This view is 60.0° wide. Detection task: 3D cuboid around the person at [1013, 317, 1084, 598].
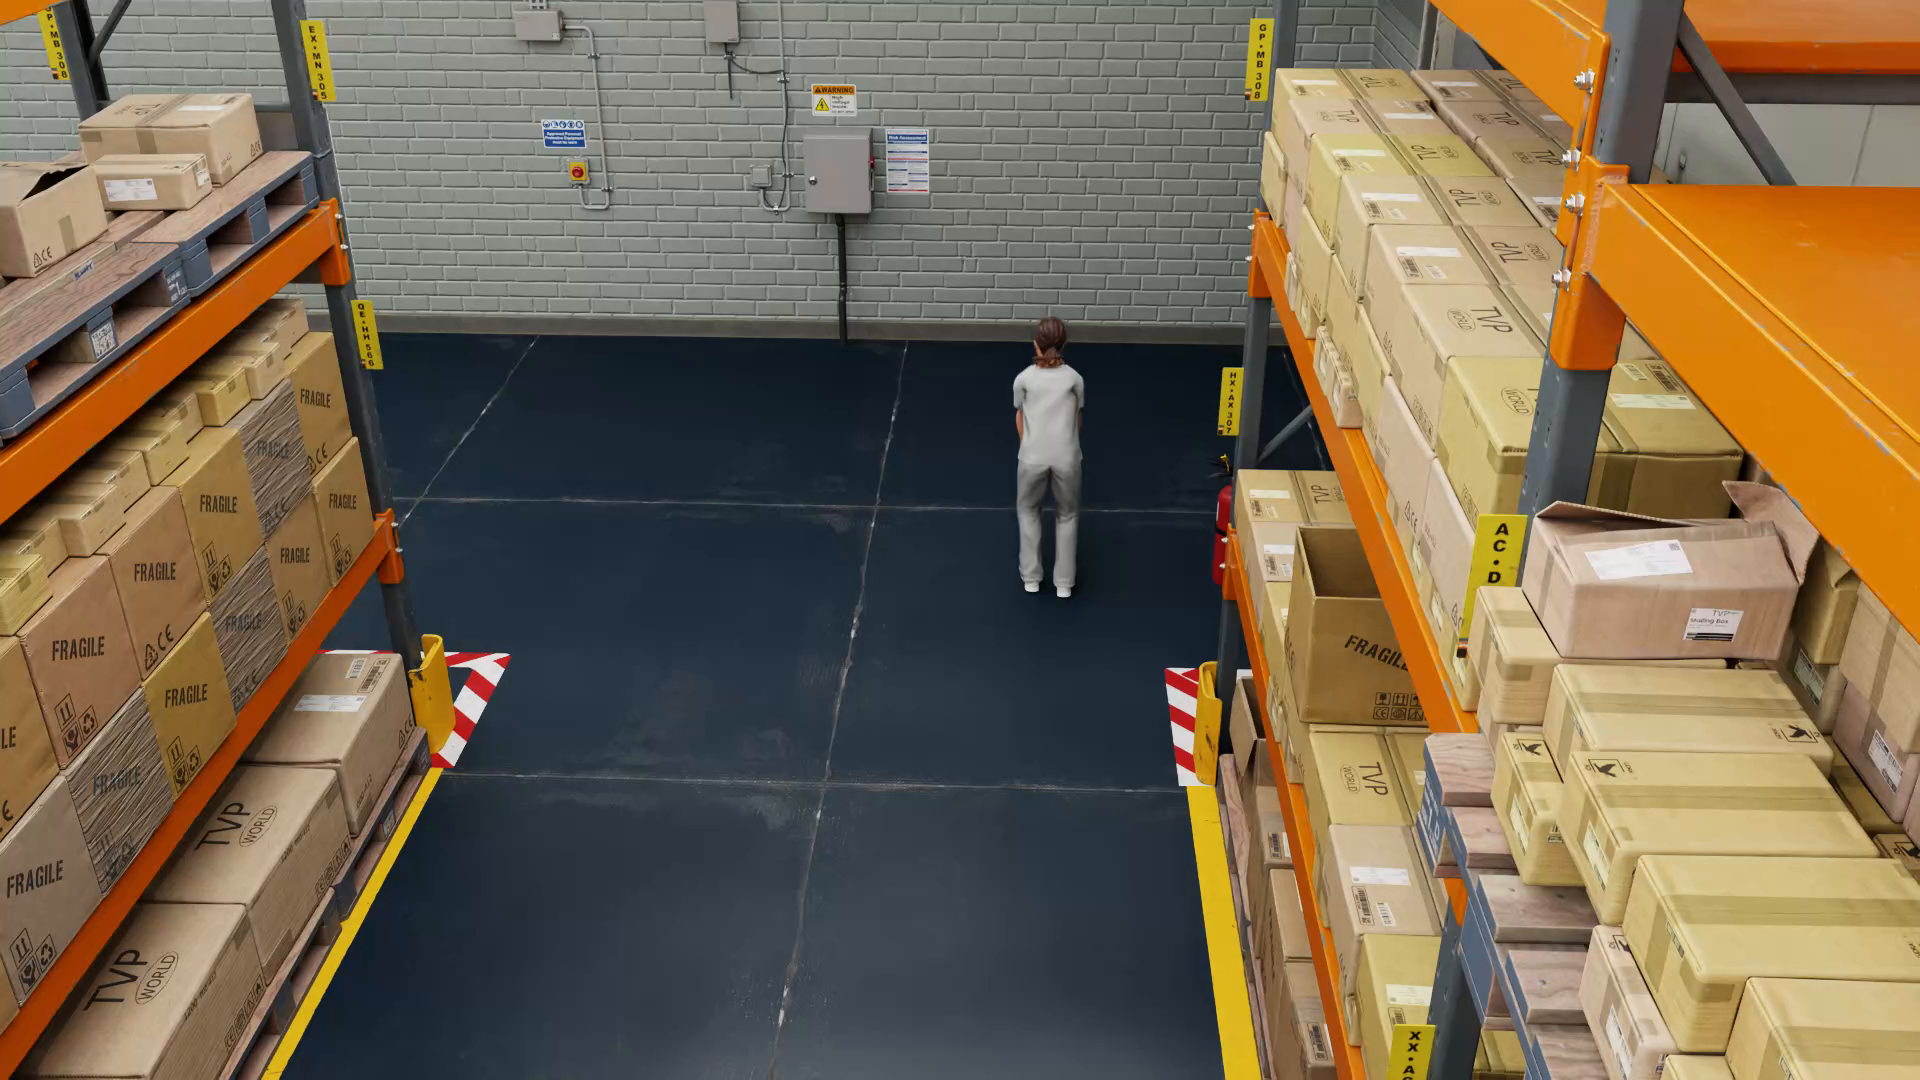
[{"bbox_3d":[0.502,-0.482,9.564,0.408,1.646,0.528,0,28,1],"label":"person"}]
